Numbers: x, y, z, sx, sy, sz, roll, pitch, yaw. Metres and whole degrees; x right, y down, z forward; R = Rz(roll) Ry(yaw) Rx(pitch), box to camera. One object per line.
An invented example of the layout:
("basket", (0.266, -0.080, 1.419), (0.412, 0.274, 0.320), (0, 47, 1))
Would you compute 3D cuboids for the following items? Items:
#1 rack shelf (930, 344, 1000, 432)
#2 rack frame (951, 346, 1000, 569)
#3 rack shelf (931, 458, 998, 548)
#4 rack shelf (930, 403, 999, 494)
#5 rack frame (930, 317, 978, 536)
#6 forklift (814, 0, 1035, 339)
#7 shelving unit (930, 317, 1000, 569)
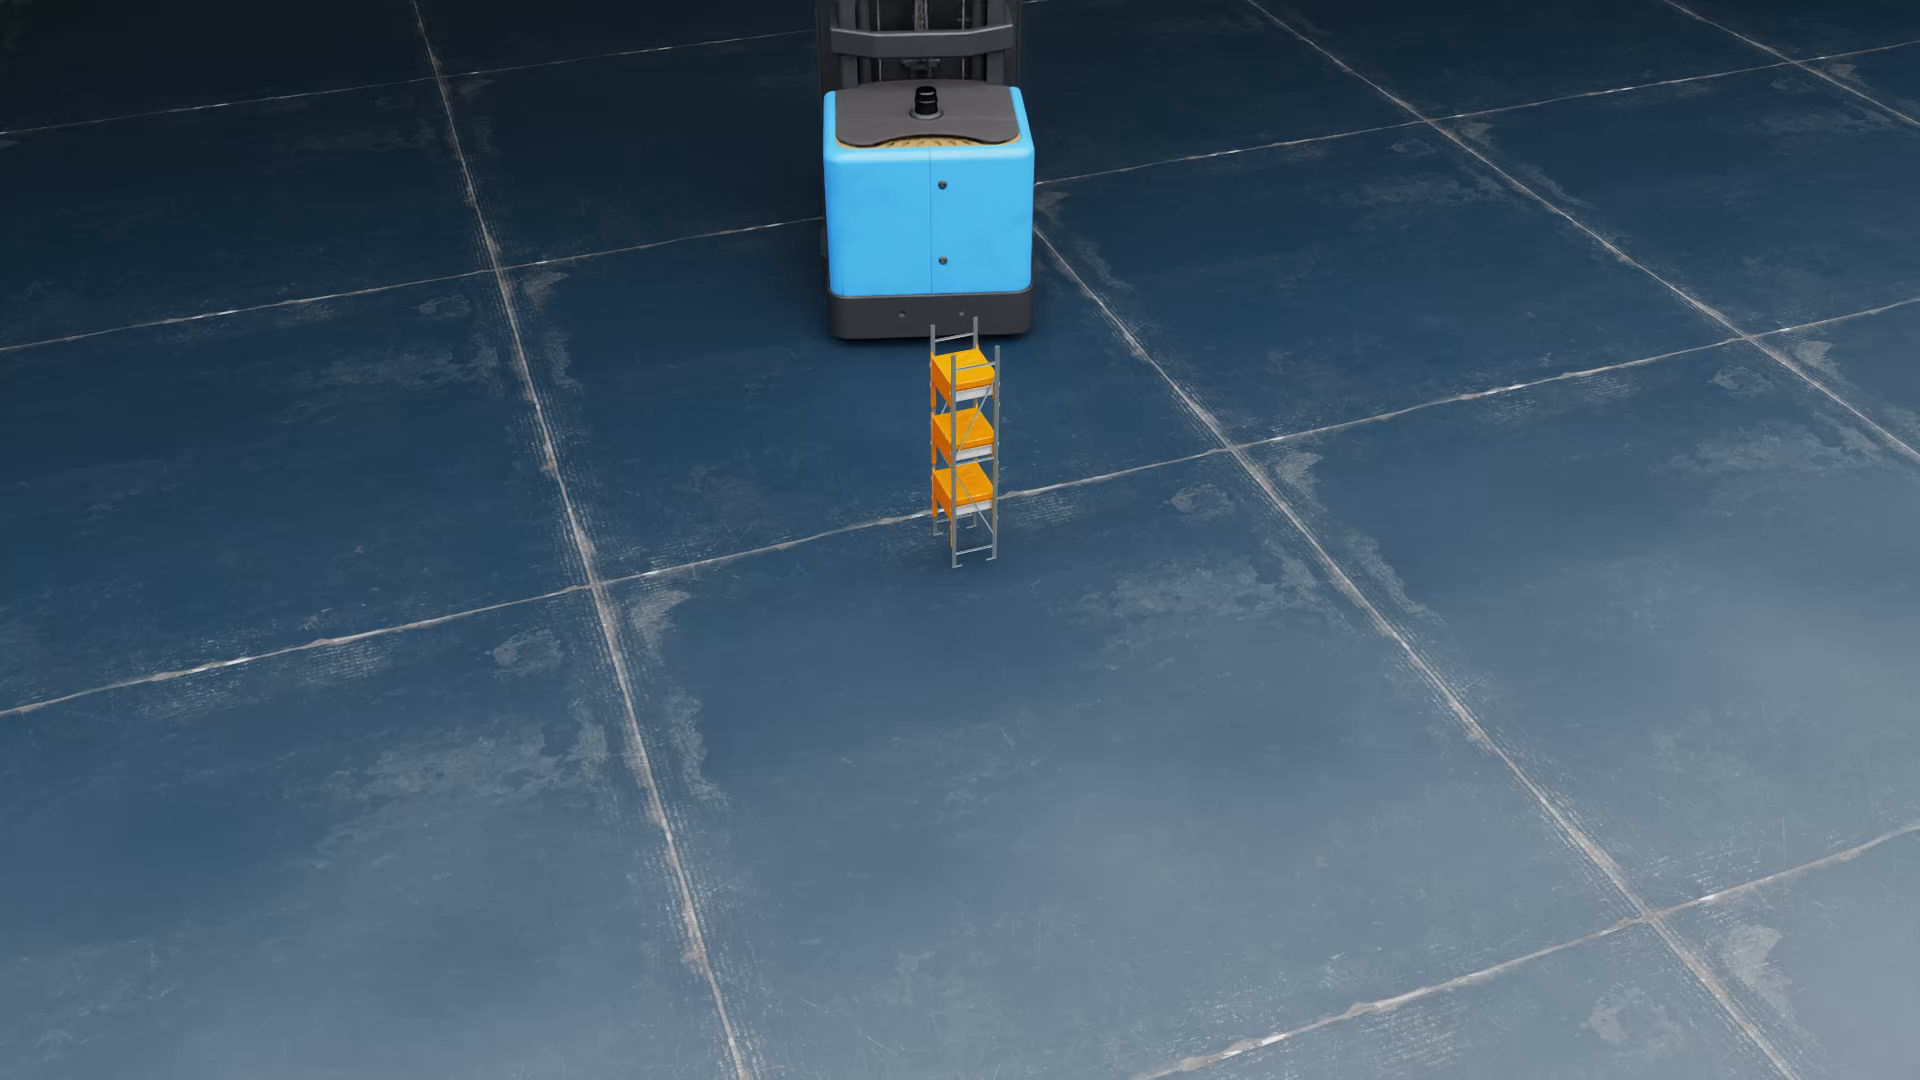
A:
("rack shelf", (0.018, -0.607, 6.730), (0.215, 0.259, 0.240), (-12, 39, -16))
("rack frame", (0.060, -0.320, 6.803), (0.200, 1.050, 0.008), (-12, 39, -16))
("rack shelf", (0.018, -0.159, 7.068), (0.215, 0.259, 0.240), (-12, 39, -16))
("rack shelf", (0.018, -0.381, 6.900), (0.215, 0.259, 0.240), (-12, 39, -16))
("rack frame", (-0.024, -0.458, 6.985), (0.200, 1.050, 0.008), (-12, 39, -16))
("forklift", (-0.237, -3.064, 8.882), (1.130, 2.935, 3.031), (-2, 37, -3))
("shelving unit", (0.018, -0.389, 6.894), (0.215, 1.050, 0.252), (-12, 39, -16))
